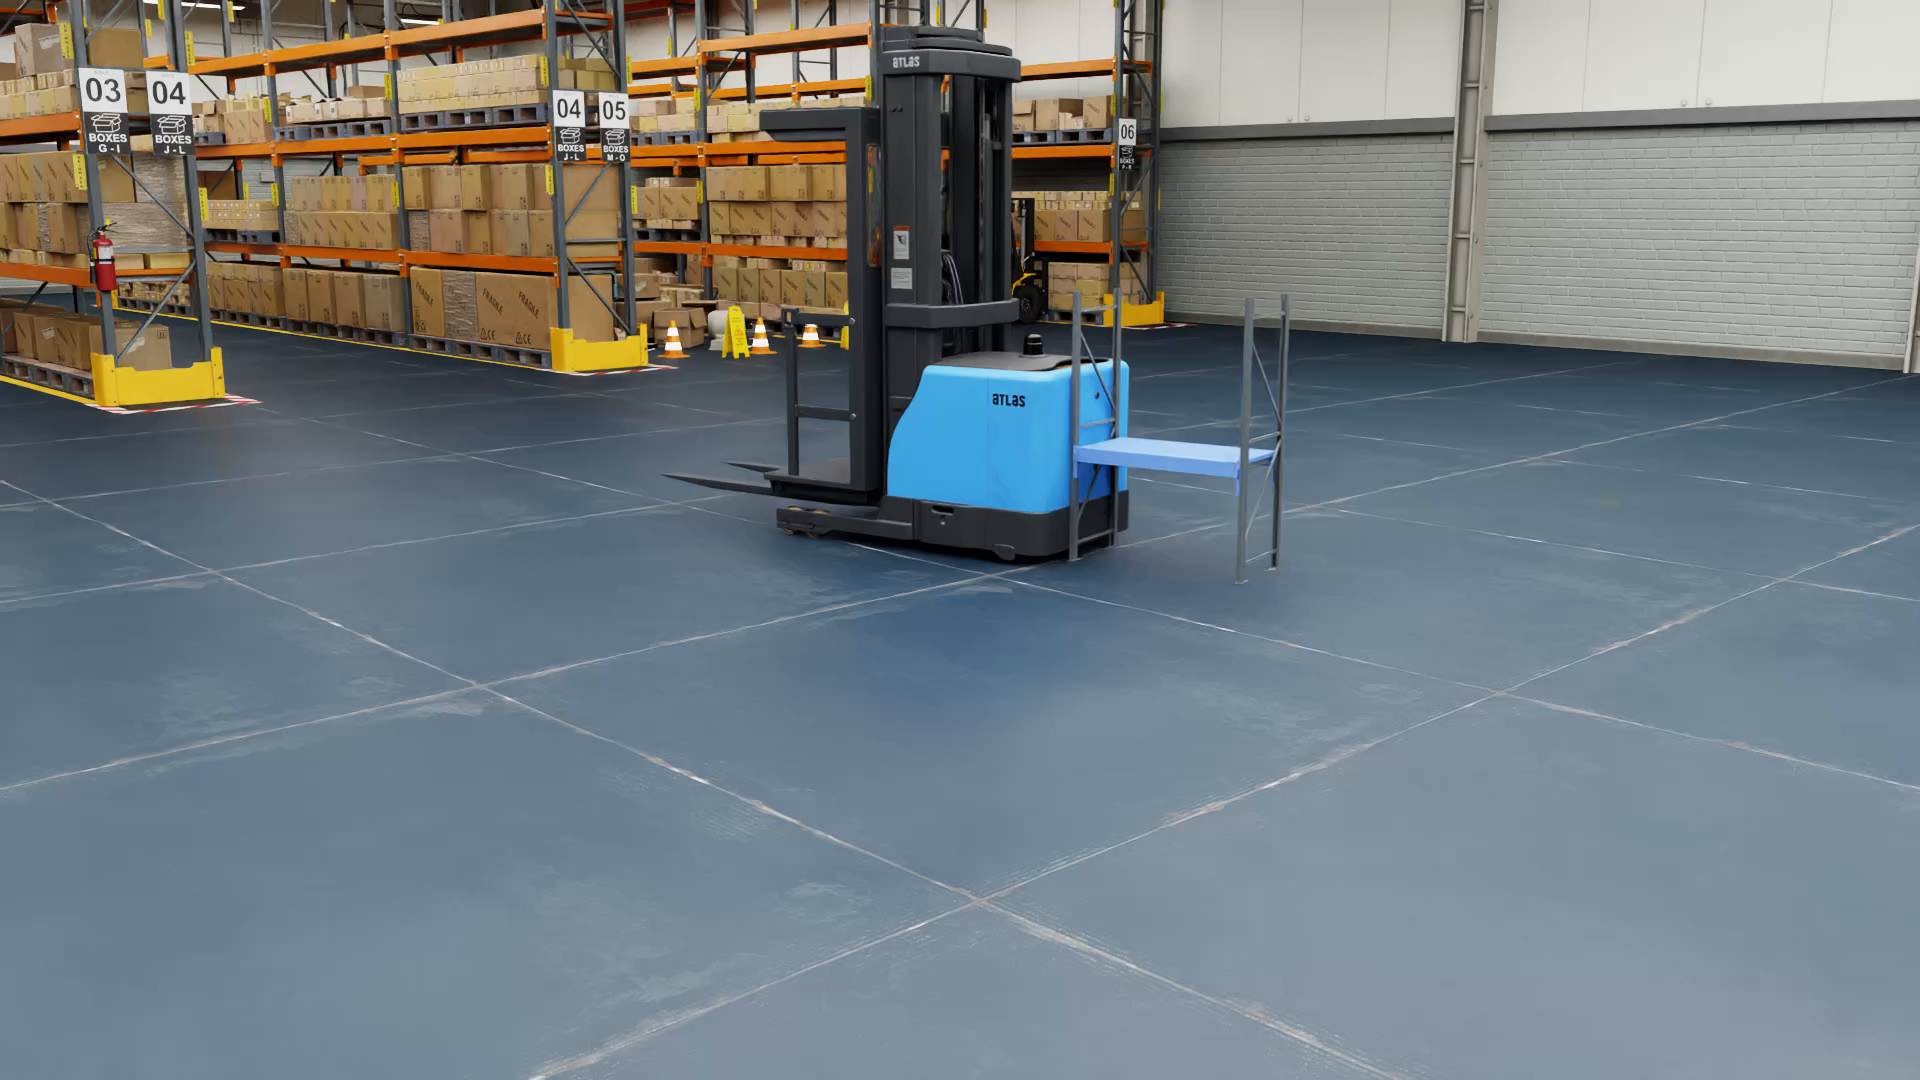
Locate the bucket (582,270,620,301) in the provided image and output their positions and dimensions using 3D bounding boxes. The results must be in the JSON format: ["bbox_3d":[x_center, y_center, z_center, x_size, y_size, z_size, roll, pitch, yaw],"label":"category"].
[{"bbox_3d":[-5.323,-3.566,24.130,0.726,0.611,0.620,-5,3,-23],"label":"bucket"}]

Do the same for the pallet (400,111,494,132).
[{"bbox_3d":[-6.527,-5.428,21.610,1.003,0.211,1.213,-11,16,-43],"label":"pallet"}]

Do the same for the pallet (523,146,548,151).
[{"bbox_3d":[-6.820,-6.875,28.880,1.213,0.211,1.003,-10,15,-40],"label":"pallet"}]

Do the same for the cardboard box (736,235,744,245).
[{"bbox_3d":[-3.171,-4.550,25.184,0.380,0.149,0.250,-11,16,-43],"label":"cardboard box"}]

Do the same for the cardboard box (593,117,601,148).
[{"bbox_3d":[-5.690,-6.790,27.753,0.700,0.500,0.500,-11,16,-43],"label":"cardboard box"}]

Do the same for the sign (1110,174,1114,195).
[{"bbox_3d":[2.373,-5.546,25.939,0.100,0.325,0.005,-11,16,-43],"label":"sign"}]

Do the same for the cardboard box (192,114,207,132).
[{"bbox_3d":[-12.154,-6.764,27.056,0.500,0.311,0.500,-11,16,-43],"label":"cardboard box"}]

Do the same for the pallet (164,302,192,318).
[{"bbox_3d":[-13.099,-4.018,28.891,1.003,0.211,1.213,-11,16,-43],"label":"pallet"}]

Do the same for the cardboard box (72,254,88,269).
[{"bbox_3d":[-8.708,-2.819,16.781,0.380,0.149,0.250,-11,16,-43],"label":"cardboard box"}]

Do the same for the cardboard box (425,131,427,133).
[{"bbox_3d":[-10.054,-7.962,32.145,0.797,0.503,0.637,-9,15,-38],"label":"cardboard box"}]

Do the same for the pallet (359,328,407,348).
[{"bbox_3d":[-7.672,-2.859,23.267,1.003,0.211,1.213,-11,16,-43],"label":"pallet"}]

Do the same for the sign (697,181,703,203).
[{"bbox_3d":[-3.973,-5.317,25.415,0.100,0.325,0.005,-11,16,-43],"label":"sign"}]

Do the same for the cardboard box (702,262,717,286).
[{"bbox_3d":[-4.966,-5.490,34.281,0.500,0.500,0.500,-11,16,-43],"label":"cardboard box"}]

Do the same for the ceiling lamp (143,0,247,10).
[{"bbox_3d":[-15.469,-12.430,33.478,2.000,3.185,0.800,-11,16,-43],"label":"ceiling lamp"}]

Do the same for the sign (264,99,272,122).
[{"bbox_3d":[-10.241,-6.354,24.603,0.100,0.325,0.005,-11,16,-43],"label":"sign"}]

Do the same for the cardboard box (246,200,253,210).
[{"bbox_3d":[-10.689,-5.125,25.463,0.380,0.149,0.250,-11,16,-43],"label":"cardboard box"}]

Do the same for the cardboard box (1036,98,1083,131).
[{"bbox_3d":[1.658,-6.903,27.013,0.700,0.500,0.500,-11,16,-42],"label":"cardboard box"}]

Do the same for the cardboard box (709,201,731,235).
[{"bbox_3d":[-3.472,-4.919,25.370,0.500,0.500,0.500,-11,16,-43],"label":"cardboard box"}]

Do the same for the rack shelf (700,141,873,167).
[{"bbox_3d":[-2.193,-5.653,24.263,1.077,0.370,4.000,-11,16,-43],"label":"rack shelf"}]

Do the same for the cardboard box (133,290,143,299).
[{"bbox_3d":[-14.728,-4.448,30.092,0.380,0.149,0.250,-11,16,-42],"label":"cardboard box"}]

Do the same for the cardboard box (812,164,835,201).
[{"bbox_3d":[-1.667,-5.047,23.513,0.700,0.500,0.500,-11,16,-42],"label":"cardboard box"}]

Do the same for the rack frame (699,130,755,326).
[{"bbox_3d":[-3.575,-4.828,25.910,1.000,3.000,0.127,-11,16,-43],"label":"rack frame"}]

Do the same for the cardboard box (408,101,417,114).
[{"bbox_3d":[-6.899,-5.586,21.491,0.380,0.149,0.250,-11,16,-42],"label":"cardboard box"}]

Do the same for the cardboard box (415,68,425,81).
[{"bbox_3d":[-6.728,-5.940,21.233,0.380,0.149,0.250,-11,16,-43],"label":"cardboard box"}]

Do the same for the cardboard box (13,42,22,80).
[{"bbox_3d":[-10.247,-5.325,18.668,0.500,0.500,0.500,11,16,43],"label":"cardboard box"}]

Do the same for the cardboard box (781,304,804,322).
[{"bbox_3d":[-2.282,-3.336,24.441,0.500,0.250,0.500,11,16,43],"label":"cardboard box"}]

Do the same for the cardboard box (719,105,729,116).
[{"bbox_3d":[-3.392,-6.439,24.944,0.380,0.149,0.250,-10,15,-41],"label":"cardboard box"}]

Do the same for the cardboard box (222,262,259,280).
[{"bbox_3d":[-11.572,-4.342,26.850,0.500,0.250,0.500,-10,15,-40],"label":"cardboard box"}]

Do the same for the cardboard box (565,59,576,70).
[{"bbox_3d":[-4.495,-5.660,19.876,0.380,0.149,0.250,-11,16,-42],"label":"cardboard box"}]

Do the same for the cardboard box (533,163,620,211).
[{"bbox_3d":[-4.551,-4.201,19.822,0.875,0.550,0.550,-11,16,-43],"label":"cardboard box"}]

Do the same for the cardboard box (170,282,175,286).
[{"bbox_3d":[-13.426,-4.474,28.744,0.380,0.149,0.250,-11,16,-43],"label":"cardboard box"}]

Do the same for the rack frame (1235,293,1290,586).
[{"bbox_3d":[1.604,-0.537,8.800,0.032,1.500,0.500,8,14,34],"label":"rack frame"}]

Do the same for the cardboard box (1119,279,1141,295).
[{"bbox_3d":[2.601,-4.137,27.095,0.500,0.250,0.500,-11,16,-42],"label":"cardboard box"}]

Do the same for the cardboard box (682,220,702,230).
[{"bbox_3d":[-4.129,-4.947,26.071,0.380,0.149,0.250,-11,16,-42],"label":"cardboard box"}]

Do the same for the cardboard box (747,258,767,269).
[{"bbox_3d":[-2.963,-4.146,24.911,0.380,0.149,0.250,-10,15,-40],"label":"cardboard box"}]

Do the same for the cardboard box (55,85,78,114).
[{"bbox_3d":[-8.496,-4.294,16.256,0.500,0.250,0.500,-10,16,-41],"label":"cardboard box"}]

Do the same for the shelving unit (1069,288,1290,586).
[{"bbox_3d":[1.184,-0.595,9.081,1.048,1.500,0.538,8,14,34],"label":"shelving unit"}]

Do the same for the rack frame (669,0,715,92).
[{"bbox_3d":[-5.512,-9.626,34.332,1.000,3.000,0.127,-11,16,-43],"label":"rack frame"}]

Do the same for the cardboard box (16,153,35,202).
[{"bbox_3d":[-9.570,-3.813,17.521,0.500,0.500,0.500,-11,16,-43],"label":"cardboard box"}]

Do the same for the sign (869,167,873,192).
[{"bbox_3d":[-1.227,-4.891,22.567,0.100,0.325,0.005,-11,16,-43],"label":"sign"}]

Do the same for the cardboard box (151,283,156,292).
[{"bbox_3d":[-14.247,-4.534,29.773,0.380,0.149,0.250,-10,15,-40],"label":"cardboard box"}]

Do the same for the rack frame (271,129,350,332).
[{"bbox_3d":[-9.847,-4.707,25.324,1.000,3.000,0.127,-11,16,-43],"label":"rack frame"}]

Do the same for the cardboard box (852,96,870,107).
[{"bbox_3d":[-1.259,-5.989,22.759,0.380,0.149,0.250,-11,16,-42],"label":"cardboard box"}]

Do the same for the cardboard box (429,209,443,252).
[{"bbox_3d":[-6.425,-4.067,21.848,0.875,0.550,0.550,-11,16,-43],"label":"cardboard box"}]

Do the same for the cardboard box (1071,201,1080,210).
[{"bbox_3d":[2.000,-5.394,26.803,0.380,0.149,0.250,-11,16,-42],"label":"cardboard box"}]

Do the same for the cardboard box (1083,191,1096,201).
[{"bbox_3d":[2.183,-5.503,26.596,0.380,0.149,0.250,-11,16,-42],"label":"cardboard box"}]

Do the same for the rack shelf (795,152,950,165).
[{"bbox_3d":[-1.368,-6.929,30.457,1.077,0.370,4.000,-11,16,-43],"label":"rack shelf"}]

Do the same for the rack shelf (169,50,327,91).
[{"bbox_3d":[-11.228,-7.389,26.248,1.077,0.370,4.000,-11,16,-43],"label":"rack shelf"}]

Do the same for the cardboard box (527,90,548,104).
[{"bbox_3d":[-4.797,-5.141,19.333,0.380,0.149,0.250,-11,16,-43],"label":"cardboard box"}]

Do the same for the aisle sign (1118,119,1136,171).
[{"bbox_3d":[2.608,-6.159,25.929,0.394,0.787,0.004,-11,16,-43],"label":"aisle sign"}]

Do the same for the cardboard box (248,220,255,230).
[{"bbox_3d":[-10.690,-4.834,25.522,0.380,0.149,0.250,-11,16,-43],"label":"cardboard box"}]

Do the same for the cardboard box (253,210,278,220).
[{"bbox_3d":[-10.518,-4.944,25.319,0.380,0.149,0.250,-10,16,-41],"label":"cardboard box"}]

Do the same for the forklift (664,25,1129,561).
[{"bbox_3d":[-0.504,-1.527,10.059,3.031,2.935,1.130,8,14,34],"label":"forklift"}]

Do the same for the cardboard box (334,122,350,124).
[{"bbox_3d":[-8.908,-6.276,24.440,0.500,0.311,0.500,-11,16,-43],"label":"cardboard box"}]

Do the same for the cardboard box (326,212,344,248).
[{"bbox_3d":[-8.689,-4.432,23.743,0.500,0.500,0.500,-11,16,-43],"label":"cardboard box"}]

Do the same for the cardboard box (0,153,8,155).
[{"bbox_3d":[-11.189,-4.082,19.762,1.000,1.000,1.000,-11,16,-42],"label":"cardboard box"}]
